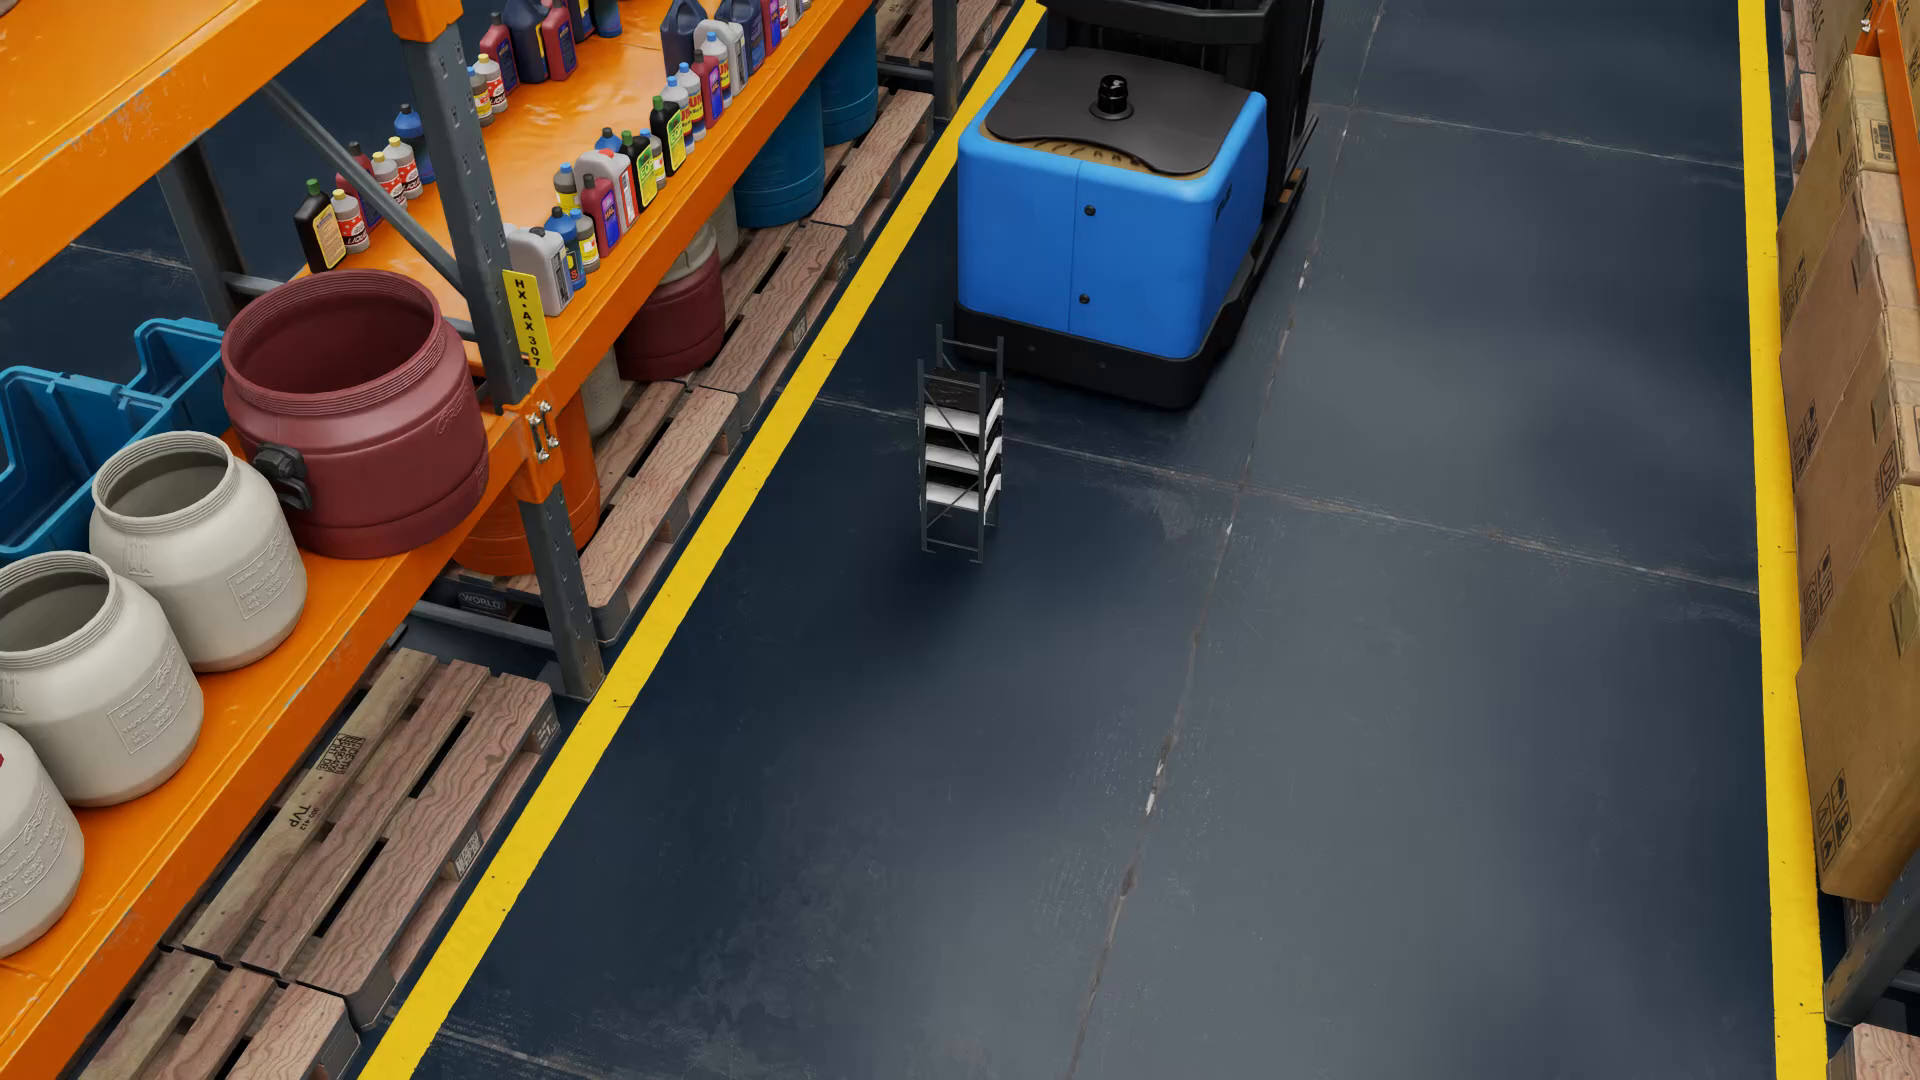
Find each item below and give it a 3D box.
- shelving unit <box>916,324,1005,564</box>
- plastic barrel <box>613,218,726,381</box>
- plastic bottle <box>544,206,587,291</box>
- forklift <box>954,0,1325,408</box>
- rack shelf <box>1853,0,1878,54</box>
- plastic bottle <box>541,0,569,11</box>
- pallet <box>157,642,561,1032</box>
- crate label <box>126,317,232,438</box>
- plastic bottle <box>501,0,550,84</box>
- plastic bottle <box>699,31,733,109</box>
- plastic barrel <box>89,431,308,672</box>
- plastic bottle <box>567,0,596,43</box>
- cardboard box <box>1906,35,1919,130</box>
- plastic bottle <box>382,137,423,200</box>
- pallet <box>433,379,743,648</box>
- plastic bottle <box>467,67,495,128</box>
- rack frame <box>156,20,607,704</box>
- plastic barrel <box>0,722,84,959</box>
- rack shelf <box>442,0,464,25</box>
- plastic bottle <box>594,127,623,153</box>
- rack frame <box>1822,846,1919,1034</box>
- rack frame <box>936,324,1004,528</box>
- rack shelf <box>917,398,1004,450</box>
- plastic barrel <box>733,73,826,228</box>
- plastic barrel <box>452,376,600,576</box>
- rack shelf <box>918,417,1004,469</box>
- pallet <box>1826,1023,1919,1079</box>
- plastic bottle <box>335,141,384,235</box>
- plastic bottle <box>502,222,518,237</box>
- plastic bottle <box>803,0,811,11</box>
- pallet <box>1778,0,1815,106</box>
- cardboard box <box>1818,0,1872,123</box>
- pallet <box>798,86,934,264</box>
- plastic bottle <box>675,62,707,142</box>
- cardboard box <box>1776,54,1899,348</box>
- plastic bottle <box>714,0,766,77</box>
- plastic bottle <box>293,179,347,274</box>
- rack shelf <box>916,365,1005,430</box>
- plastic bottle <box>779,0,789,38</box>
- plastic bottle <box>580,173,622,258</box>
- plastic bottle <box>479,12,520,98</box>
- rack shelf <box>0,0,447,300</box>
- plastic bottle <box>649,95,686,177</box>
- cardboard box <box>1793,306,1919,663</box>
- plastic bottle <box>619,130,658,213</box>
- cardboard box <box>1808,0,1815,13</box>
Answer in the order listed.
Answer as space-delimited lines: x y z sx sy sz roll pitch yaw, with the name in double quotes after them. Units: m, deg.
0.002 -0.327 5.941 0.258 0.900 0.210 13 46 12 "shelving unit"
-1.246 -1.029 6.581 0.600 0.588 0.708 13 46 13 "plastic barrel"
-1.219 -0.904 5.121 0.097 0.271 0.097 0 44 0 "plastic bottle"
1.000 -2.622 6.834 1.130 2.935 3.031 16 47 16 "forklift"
4.818 -3.352 8.045 1.077 0.370 4.000 13 46 13 "rack shelf"
-1.503 -1.938 6.169 0.061 0.283 0.133 13 46 13 "plastic bottle"
-1.991 0.846 5.234 1.003 0.211 1.213 13 46 13 "pallet"
-2.204 -0.397 4.631 0.303 0.233 0.416 13 46 13 "crate label"
-1.570 -1.860 6.041 0.144 0.351 0.185 13 46 13 "plastic bottle"
-0.870 -1.674 5.908 0.097 0.271 0.097 0 44 0 "plastic bottle"
-1.828 0.033 3.992 0.421 0.512 0.421 0 44 0 "plastic barrel"
-1.473 -2.072 6.258 0.144 0.351 0.185 13 46 13 "plastic bottle"
3.683 -1.722 5.794 0.500 0.500 0.500 13 46 13 "cardboard box"
-1.852 -1.239 5.514 0.097 0.201 0.097 0 44 0 "plastic bottle"
-1.521 -0.196 6.299 1.003 0.211 1.213 13 46 13 "pallet"
-1.705 -1.564 5.845 0.097 0.201 0.097 0 44 0 "plastic bottle"
-1.720 -0.658 4.778 1.000 3.000 0.127 13 46 13 "rack frame"
-2.079 0.591 3.405 0.433 0.535 0.433 0 44 0 "plastic barrel"
-1.114 -2.807 5.343 1.077 0.370 4.000 13 46 13 "rack shelf"
-1.137 -1.225 5.449 0.097 0.271 0.097 0 44 0 "plastic bottle"
3.001 0.391 3.706 1.000 3.000 0.127 13 46 13 "rack frame"
0.033 -0.395 6.010 0.240 0.900 0.006 13 46 12 "rack frame"
0.002 -0.432 5.838 0.258 0.077 0.200 13 46 12 "rack shelf"
-0.904 -1.894 7.241 0.600 0.901 0.708 13 46 13 "plastic barrel"
-1.588 -0.363 5.727 0.600 0.830 0.708 13 46 13 "plastic barrel"
0.002 -0.368 5.901 0.258 0.077 0.200 13 46 12 "rack shelf"
2.763 1.908 4.149 1.003 0.211 1.213 13 46 13 "pallet"
-1.934 -1.131 5.344 0.061 0.283 0.133 13 46 13 "plastic bottle"
-1.425 -0.866 5.079 0.152 0.276 0.135 13 46 13 "plastic bottle"
-0.633 -2.170 6.465 0.097 0.201 0.097 0 44 0 "plastic bottle"
4.885 -2.585 8.741 1.003 0.211 1.213 13 46 12 "pallet"
4.488 -2.089 7.459 0.875 0.875 0.875 13 46 13 "cardboard box"
-0.782 -1.823 7.962 1.003 0.211 1.213 13 46 13 "pallet"
-0.939 -1.520 5.751 0.097 0.271 0.097 0 44 0 "plastic bottle"
4.037 -1.235 6.587 1.225 0.875 0.875 13 46 13 "cardboard box"
-0.808 -1.891 6.073 0.144 0.351 0.185 13 46 13 "plastic bottle"
-2.004 -0.977 5.187 0.061 0.283 0.133 13 46 13 "plastic bottle"
0.002 -0.496 5.775 0.258 0.077 0.200 13 46 12 "rack shelf"
-0.703 -2.015 6.307 0.097 0.201 0.097 0 44 0 "plastic bottle"
-1.137 -1.046 5.258 0.061 0.283 0.133 13 46 13 "plastic bottle"
-1.658 -1.739 5.965 0.061 0.283 0.133 13 46 13 "plastic bottle"
-2.325 -0.140 2.618 1.077 0.370 4.000 13 46 13 "rack shelf"
-0.986 -1.379 5.597 0.061 0.283 0.133 13 46 13 "plastic bottle"
3.507 -0.048 5.373 1.225 0.875 0.875 13 46 13 "cardboard box"
-1.056 -1.225 5.440 0.061 0.283 0.133 13 46 13 "plastic bottle"
5.030 -3.282 8.679 0.875 0.875 0.875 13 46 13 "cardboard box"
